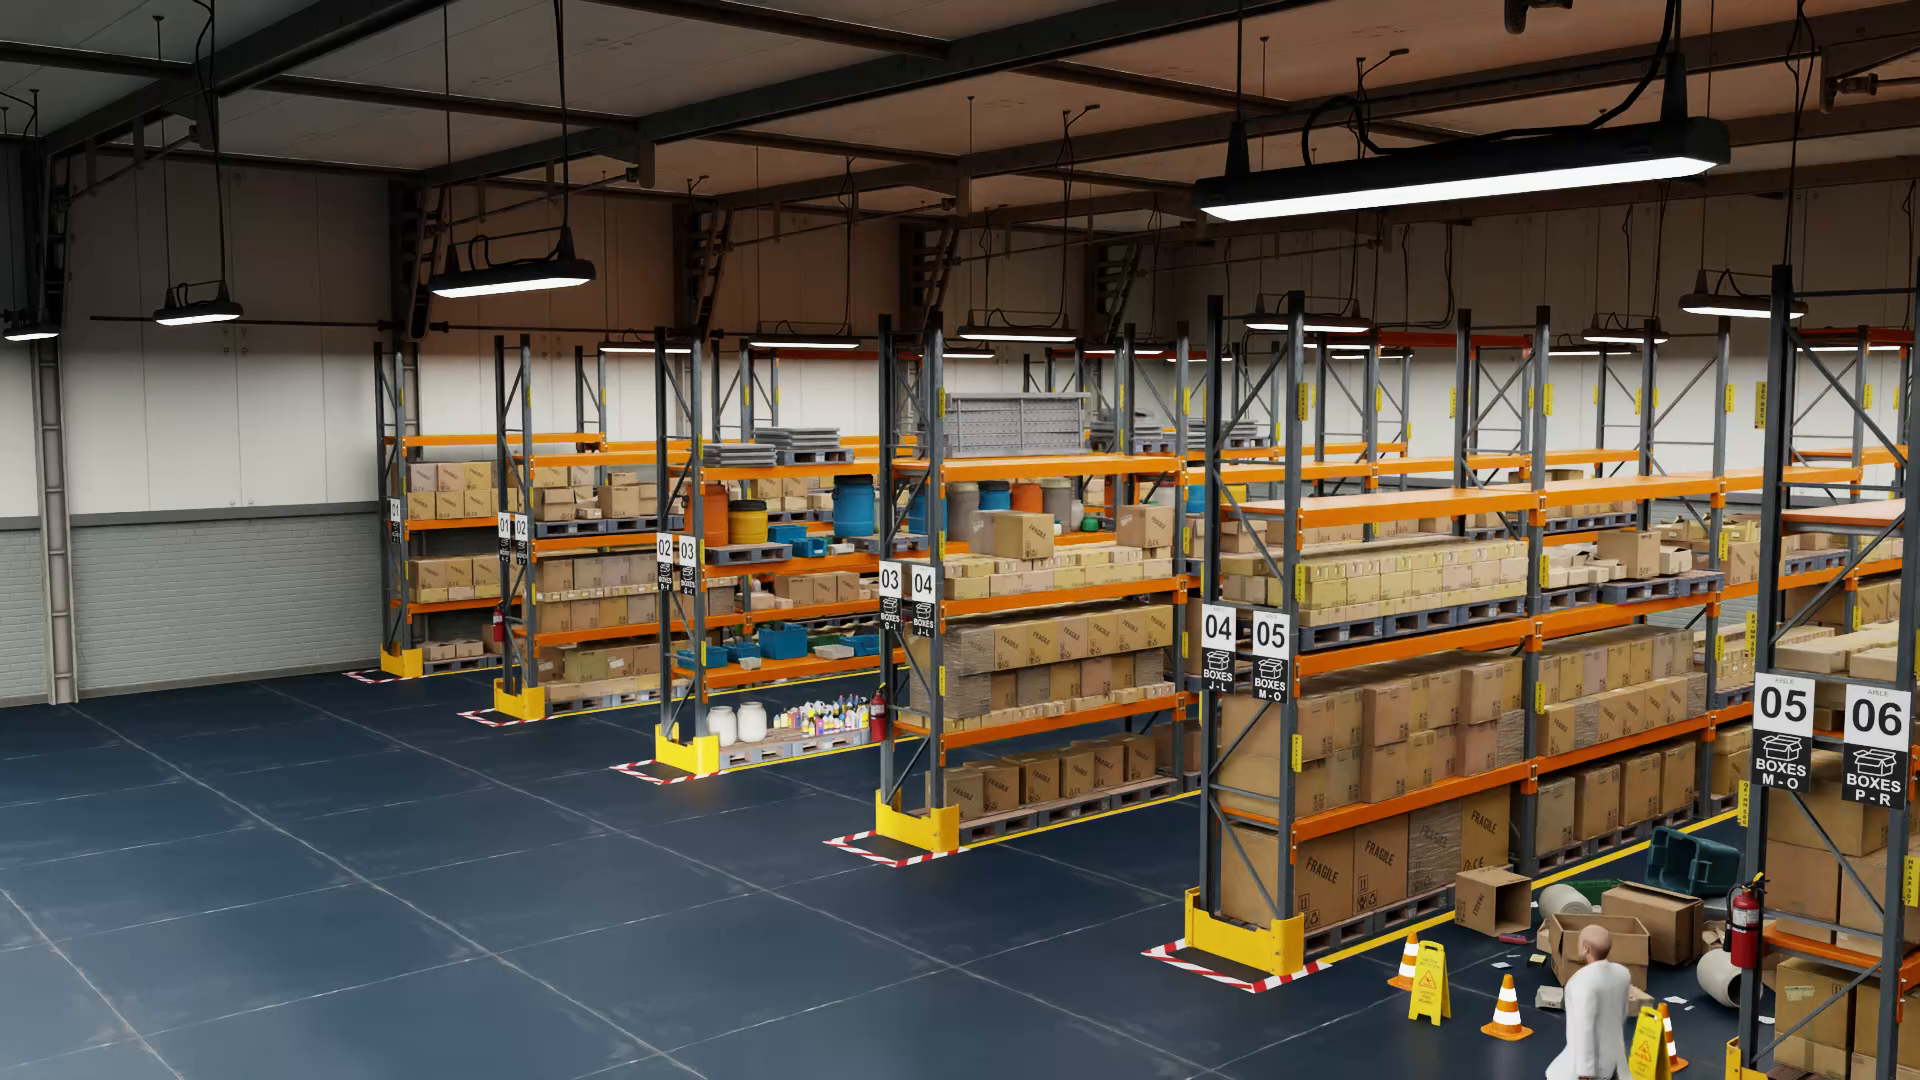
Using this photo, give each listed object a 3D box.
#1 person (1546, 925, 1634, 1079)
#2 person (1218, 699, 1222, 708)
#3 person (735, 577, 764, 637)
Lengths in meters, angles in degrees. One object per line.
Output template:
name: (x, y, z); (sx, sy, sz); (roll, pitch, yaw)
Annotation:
person: (4.080, 3.327, 10.642); (0.578, 1.732, 1.144); (-4, 6, -36)
person: (4.286, 1.823, 27.000); (0.559, 1.741, 1.071); (4, 7, 39)
person: (-4.153, 1.332, 32.311); (0.680, 1.738, 1.023); (5, 7, 41)
